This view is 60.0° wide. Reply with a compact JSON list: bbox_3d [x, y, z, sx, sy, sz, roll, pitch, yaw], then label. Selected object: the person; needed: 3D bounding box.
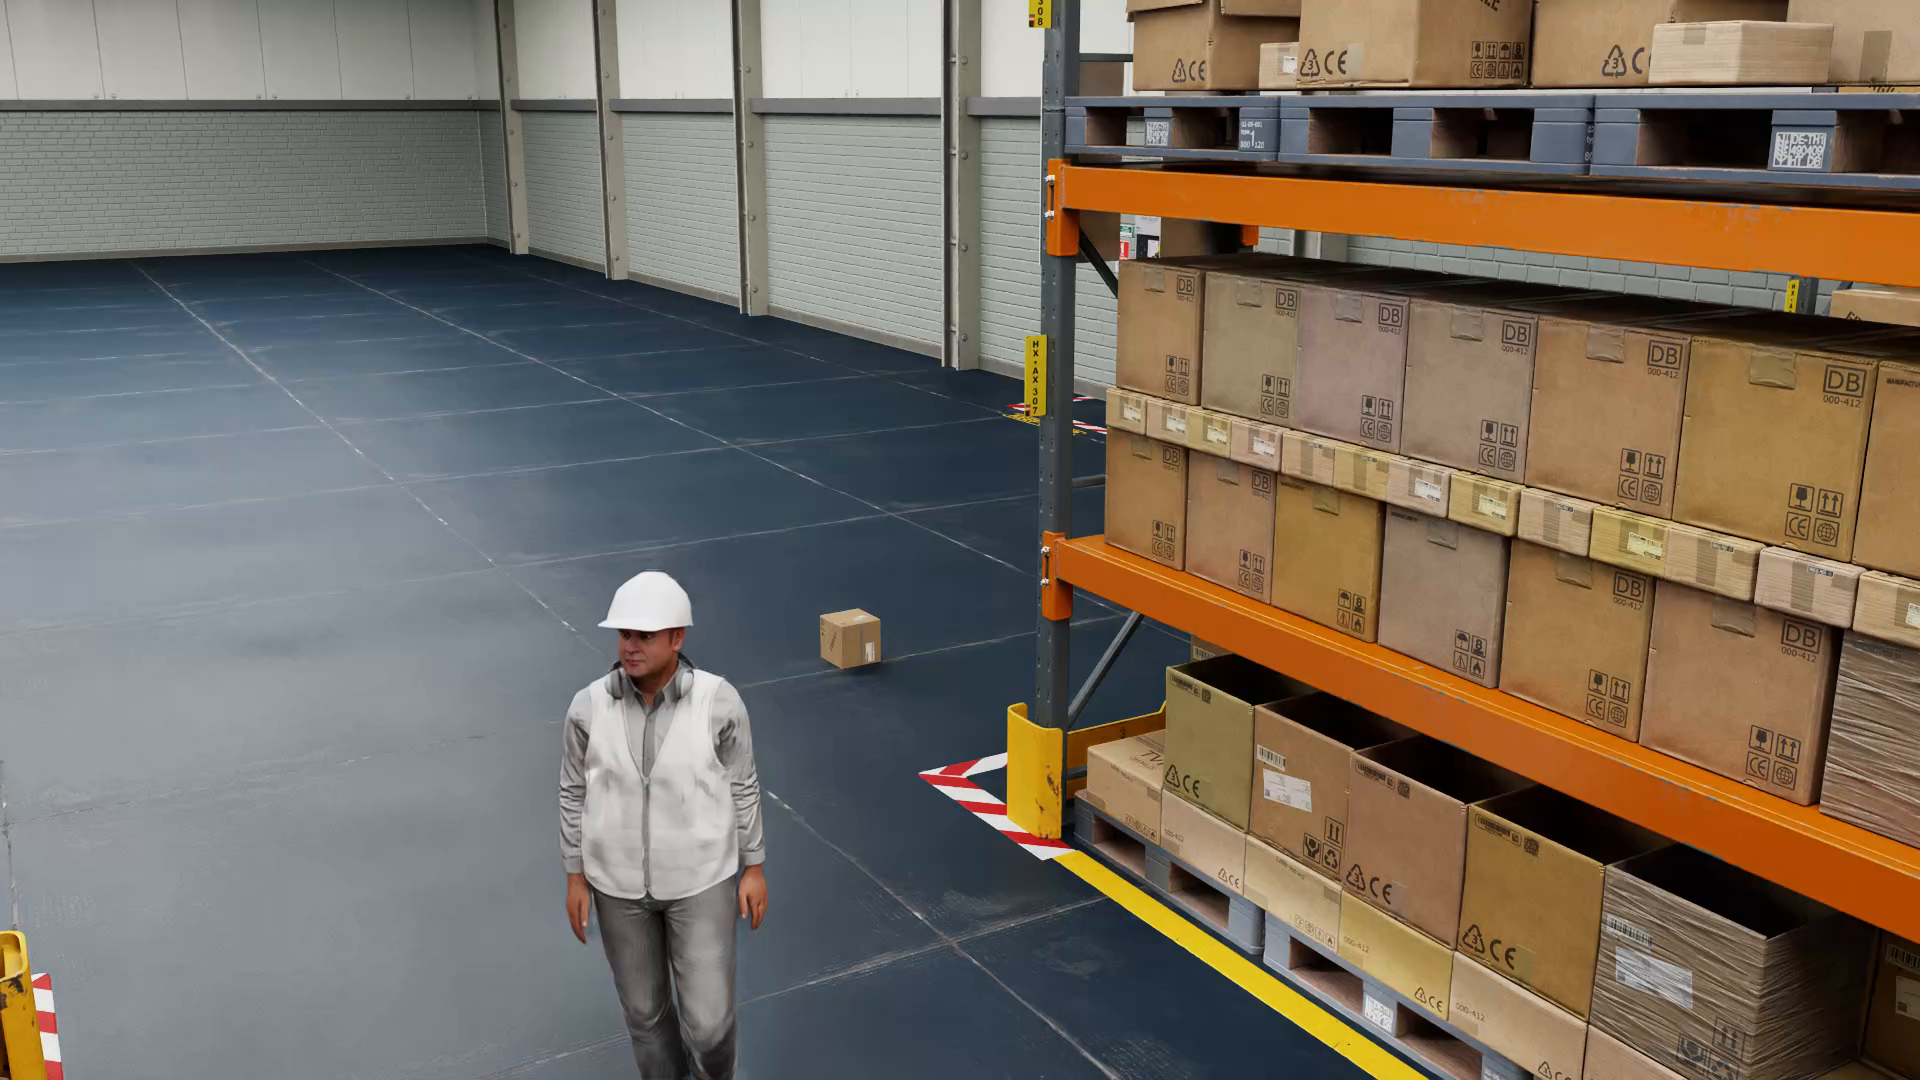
[{"bbox_3d":[-0.848,0.966,4.685,0.578,1.766,0.459,1,15,2],"label":"person"}]
